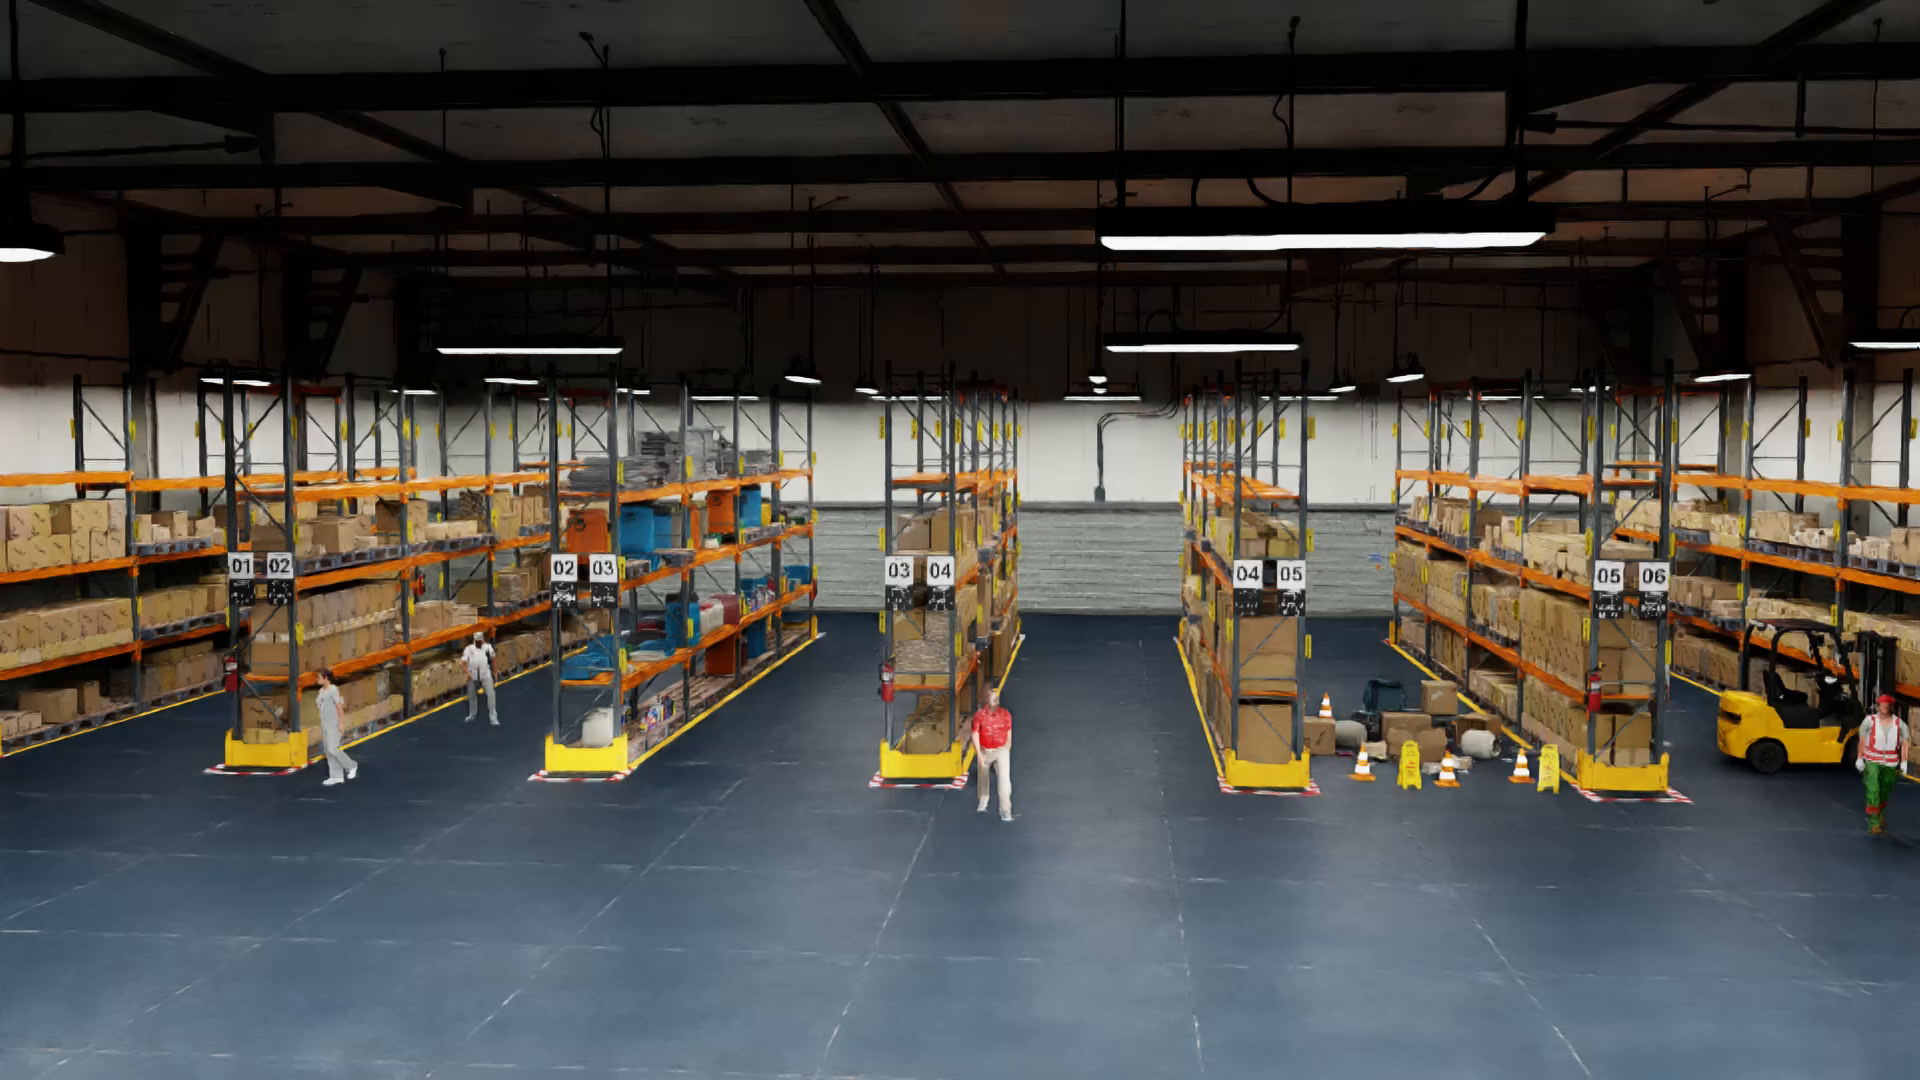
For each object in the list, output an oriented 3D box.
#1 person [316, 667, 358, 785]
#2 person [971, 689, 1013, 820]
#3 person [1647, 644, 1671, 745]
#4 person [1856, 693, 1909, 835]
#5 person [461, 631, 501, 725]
[{"bbox_3d":[-8.833,2.624,23.573,0.519,1.664,0.513,3,5,42],"label":"person"},{"bbox_3d":[0.408,2.744,21.439,0.536,1.653,1.035,0,4,-3],"label":"person"},{"bbox_3d":[11.171,2.441,26.573,0.417,1.603,0.506,-2,4,-23],"label":"person"},{"bbox_3d":[11.497,2.766,20.691,0.533,1.728,1.036,1,4,14],"label":"person"},{"bbox_3d":[-8.177,2.328,28.400,0.647,1.593,0.821,-1,4,-12],"label":"person"}]
